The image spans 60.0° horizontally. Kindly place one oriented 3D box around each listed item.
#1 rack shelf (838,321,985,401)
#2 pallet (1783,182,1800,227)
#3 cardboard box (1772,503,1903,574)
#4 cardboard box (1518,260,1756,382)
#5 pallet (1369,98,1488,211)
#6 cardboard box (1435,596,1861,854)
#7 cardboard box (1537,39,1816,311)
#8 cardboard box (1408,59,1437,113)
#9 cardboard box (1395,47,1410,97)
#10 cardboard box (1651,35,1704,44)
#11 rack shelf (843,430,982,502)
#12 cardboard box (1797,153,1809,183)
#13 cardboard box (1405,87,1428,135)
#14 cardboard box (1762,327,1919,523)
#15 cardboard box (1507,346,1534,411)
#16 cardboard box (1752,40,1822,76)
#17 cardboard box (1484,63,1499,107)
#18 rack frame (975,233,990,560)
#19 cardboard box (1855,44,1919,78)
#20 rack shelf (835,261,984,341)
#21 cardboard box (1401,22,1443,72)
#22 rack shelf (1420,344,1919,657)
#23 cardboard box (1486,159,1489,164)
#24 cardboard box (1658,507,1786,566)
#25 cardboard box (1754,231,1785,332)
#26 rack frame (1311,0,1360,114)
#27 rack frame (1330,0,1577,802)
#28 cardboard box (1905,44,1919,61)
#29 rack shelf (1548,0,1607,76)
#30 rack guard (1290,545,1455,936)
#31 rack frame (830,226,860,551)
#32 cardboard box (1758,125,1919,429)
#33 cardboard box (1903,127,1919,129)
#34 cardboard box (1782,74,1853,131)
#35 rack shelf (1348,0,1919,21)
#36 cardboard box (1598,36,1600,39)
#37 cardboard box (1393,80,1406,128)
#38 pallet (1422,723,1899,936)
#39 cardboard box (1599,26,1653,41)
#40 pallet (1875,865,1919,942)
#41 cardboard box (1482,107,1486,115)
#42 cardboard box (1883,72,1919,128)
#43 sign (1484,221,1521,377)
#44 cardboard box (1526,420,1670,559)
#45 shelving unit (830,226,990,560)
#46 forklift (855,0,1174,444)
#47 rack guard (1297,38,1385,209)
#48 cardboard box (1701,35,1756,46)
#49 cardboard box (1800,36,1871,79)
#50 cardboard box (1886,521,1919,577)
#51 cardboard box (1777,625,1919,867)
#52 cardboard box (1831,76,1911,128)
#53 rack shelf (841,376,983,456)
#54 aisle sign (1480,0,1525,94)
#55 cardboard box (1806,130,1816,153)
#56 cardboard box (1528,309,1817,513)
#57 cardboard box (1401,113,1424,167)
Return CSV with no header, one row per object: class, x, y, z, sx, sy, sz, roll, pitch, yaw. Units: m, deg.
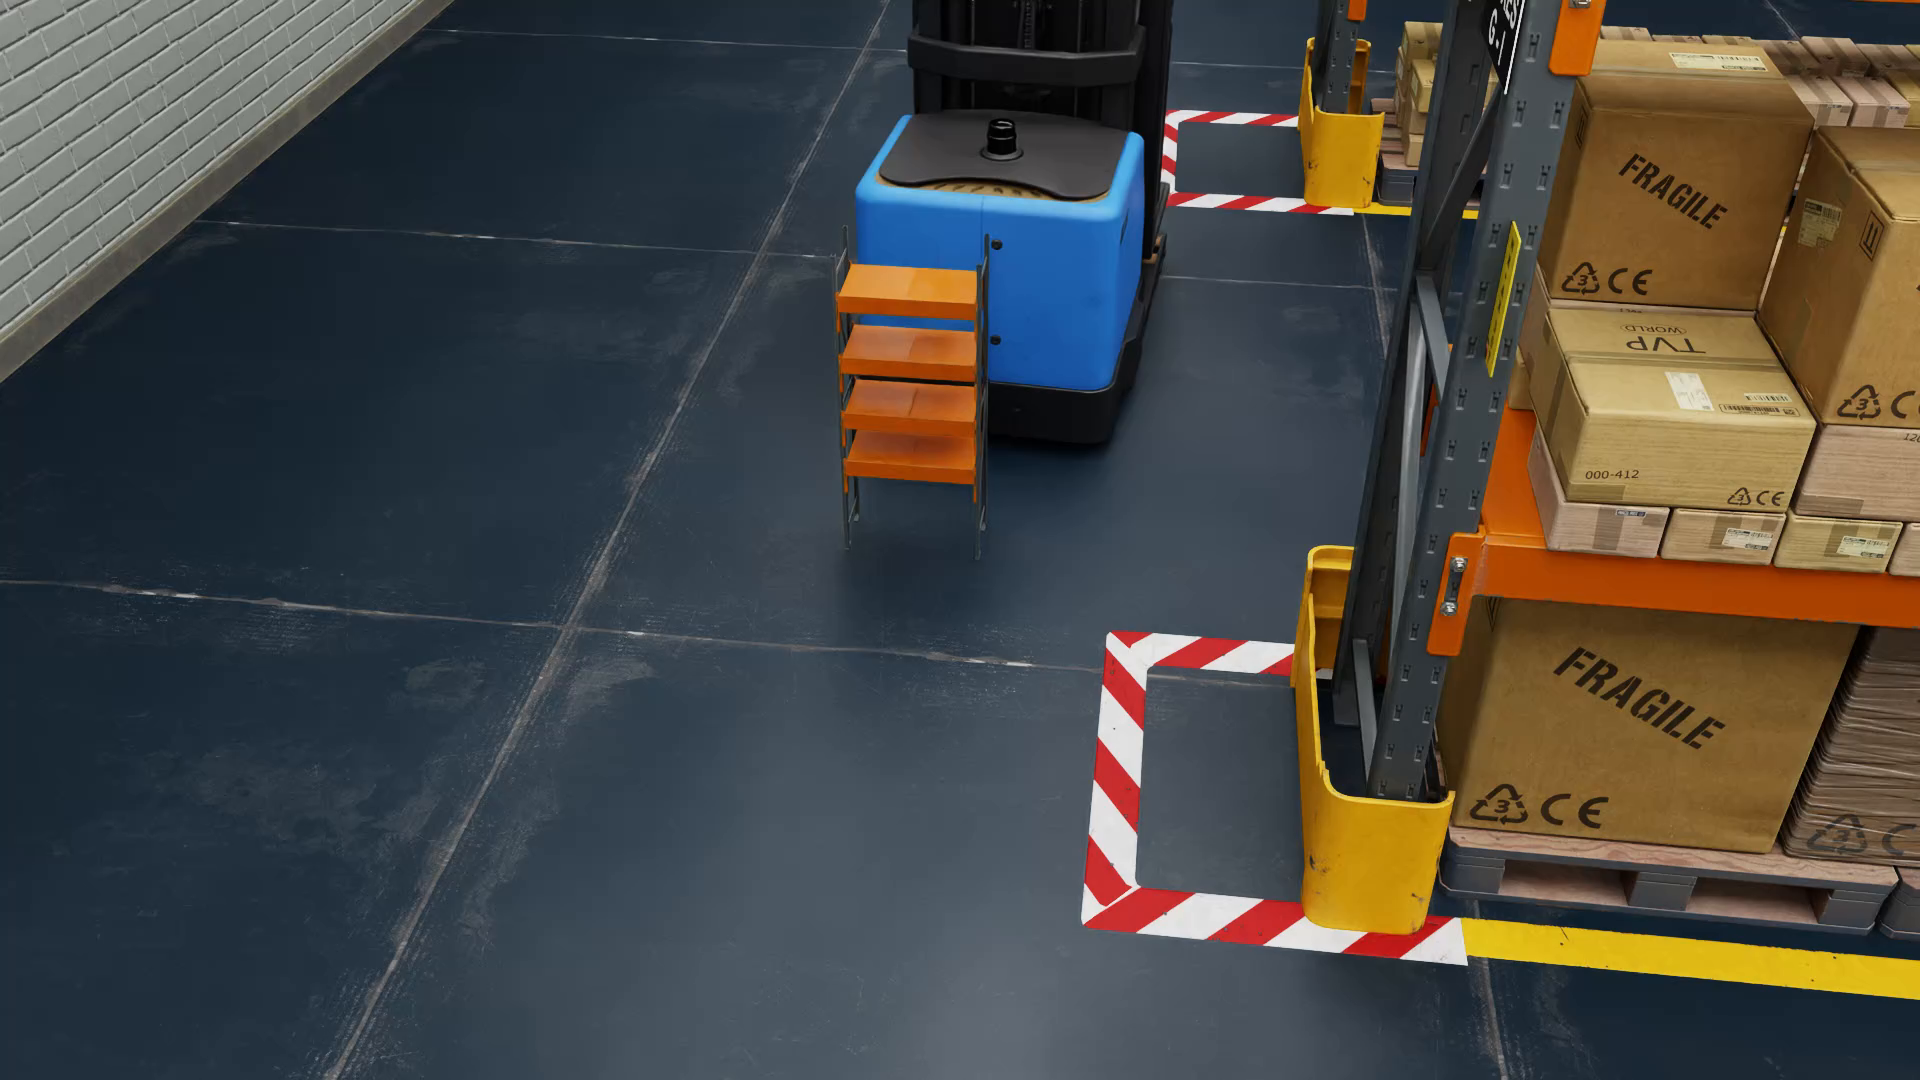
rack shelf,-0.164,-0.628,5.828,0.480,0.148,0.258,4,36,6
pallet,4.058,-1.987,8.853,1.213,0.211,1.003,4,36,6
cardboard box,2.061,-0.094,4.016,0.250,0.149,0.380,3,36,5
cardboard box,1.757,-0.627,4.419,0.500,0.250,0.500,4,36,5
pallet,2.851,-2.079,8.981,1.213,0.211,1.003,4,36,6
cardboard box,1.887,0.246,4.791,0.875,0.875,0.875,4,36,6
cardboard box,1.759,-0.930,4.199,0.500,0.500,0.500,5,36,7
cardboard box,2.451,-2.318,8.496,0.250,0.149,0.380,3,36,4
cardboard box,2.534,-2.557,9.087,0.250,0.149,0.380,3,36,5
cardboard box,3.816,-2.535,8.800,0.250,0.149,0.380,3,36,4
rack shelf,-0.164,-0.284,6.073,0.480,0.148,0.258,4,36,6
cardboard box,4.233,-1.982,8.537,0.250,0.149,0.380,5,36,7
cardboard box,2.461,-2.245,8.650,0.250,0.149,0.380,6,36,8
cardboard box,2.200,-0.284,3.939,0.500,0.250,0.500,4,36,5
cardboard box,1.637,-0.511,4.600,0.250,0.149,0.380,5,36,7
cardboard box,4.319,-2.491,8.739,0.250,0.149,0.380,3,36,4
cardboard box,2.739,-2.367,8.565,0.250,0.149,0.380,5,36,7
rack frame,0.078,-0.483,5.893,0.015,1.200,0.240,4,36,6
cardboard box,4.842,-2.453,8.685,0.250,0.149,0.380,3,36,5
rack shelf,-0.164,-0.820,5.690,0.480,0.148,0.258,4,36,6
cardboard box,2.532,-2.659,8.975,0.250,0.149,0.380,5,36,7
rack shelf,3.226,-0.009,4.299,4.000,0.370,1.077,4,36,6
cardboard box,2.723,-2.115,8.724,0.250,0.149,0.380,4,36,6
cardboard box,1.807,-0.113,4.042,0.250,0.149,0.380,4,36,5
cardboard box,2.260,-0.589,4.366,0.500,0.250,0.500,4,36,5
rack frame,1.974,-3.300,8.292,0.127,3.000,1.000,4,36,6
rack frame,1.242,-0.450,4.298,0.127,3.000,1.000,4,36,6
cardboard box,5.104,-2.446,8.676,0.250,0.149,0.380,4,36,5
rack shelf,3.226,-1.230,3.428,4.000,0.370,1.077,4,36,6
rack guard,1.218,0.566,5.026,0.348,0.500,1.175,4,36,6
rack frame,-0.406,-0.519,5.944,0.015,1.200,0.240,4,36,6
cardboard box,2.180,-0.587,3.717,0.500,0.500,0.500,3,36,5
cardboard box,4.815,-2.073,8.409,0.250,0.149,0.380,5,36,6
cardboard box,4.253,-2.187,8.313,0.250,0.149,0.380,3,36,4
rack shelf,3.958,-2.859,8.293,4.000,0.370,1.077,4,36,6
cardboard box,3.295,-2.606,8.900,0.250,0.149,0.380,3,36,4
cardboard box,2.523,-2.392,9.112,0.250,0.149,0.380,5,36,7
pallet,2.045,0.700,5.088,1.213,0.211,1.003,4,36,6
cardboard box,3.569,-2.618,8.917,0.250,0.149,0.380,6,36,8
pallet,3.252,0.791,4.960,1.213,0.211,1.003,4,36,6
cardboard box,2.726,-2.192,8.576,0.250,0.149,0.380,4,36,6
cardboard box,4.802,-2.207,8.341,0.250,0.149,0.380,5,36,7
sign,1.166,-0.515,3.576,0.005,0.325,0.100,4,36,6
cardboard box,1.552,-0.131,4.067,0.250,0.149,0.380,5,36,6
shelving unit,-0.164,-0.501,5.919,0.503,1.200,0.258,4,36,6
forklift,0.391,-2.429,7.131,1.130,2.935,3.031,7,36,10
rack guard,2.050,-2.277,9.010,0.348,0.500,1.175,4,36,6
cardboard box,4.080,-2.532,8.796,0.250,0.149,0.380,4,36,6
cardboard box,4.600,-2.518,8.777,0.250,0.149,0.380,5,36,7
cardboard box,2.320,-0.075,3.990,0.250,0.149,0.380,4,36,5
cardboard box,2.790,0.313,4.697,0.875,0.875,0.875,4,36,6
cardboard box,4.522,-2.174,8.295,0.250,0.149,0.380,3,36,4
rack shelf,-0.164,-0.446,5.958,0.480,0.148,0.258,4,36,6
aisle sign,1.133,-1.340,3.308,0.004,0.787,0.394,4,36,6
cardboard box,4.296,-2.112,8.464,0.250,0.149,0.380,3,36,4
cardboard box,1.684,-0.318,3.987,0.500,0.250,0.500,3,36,5
cardboard box,2.453,-2.087,8.685,0.250,0.149,0.380,5,36,7
